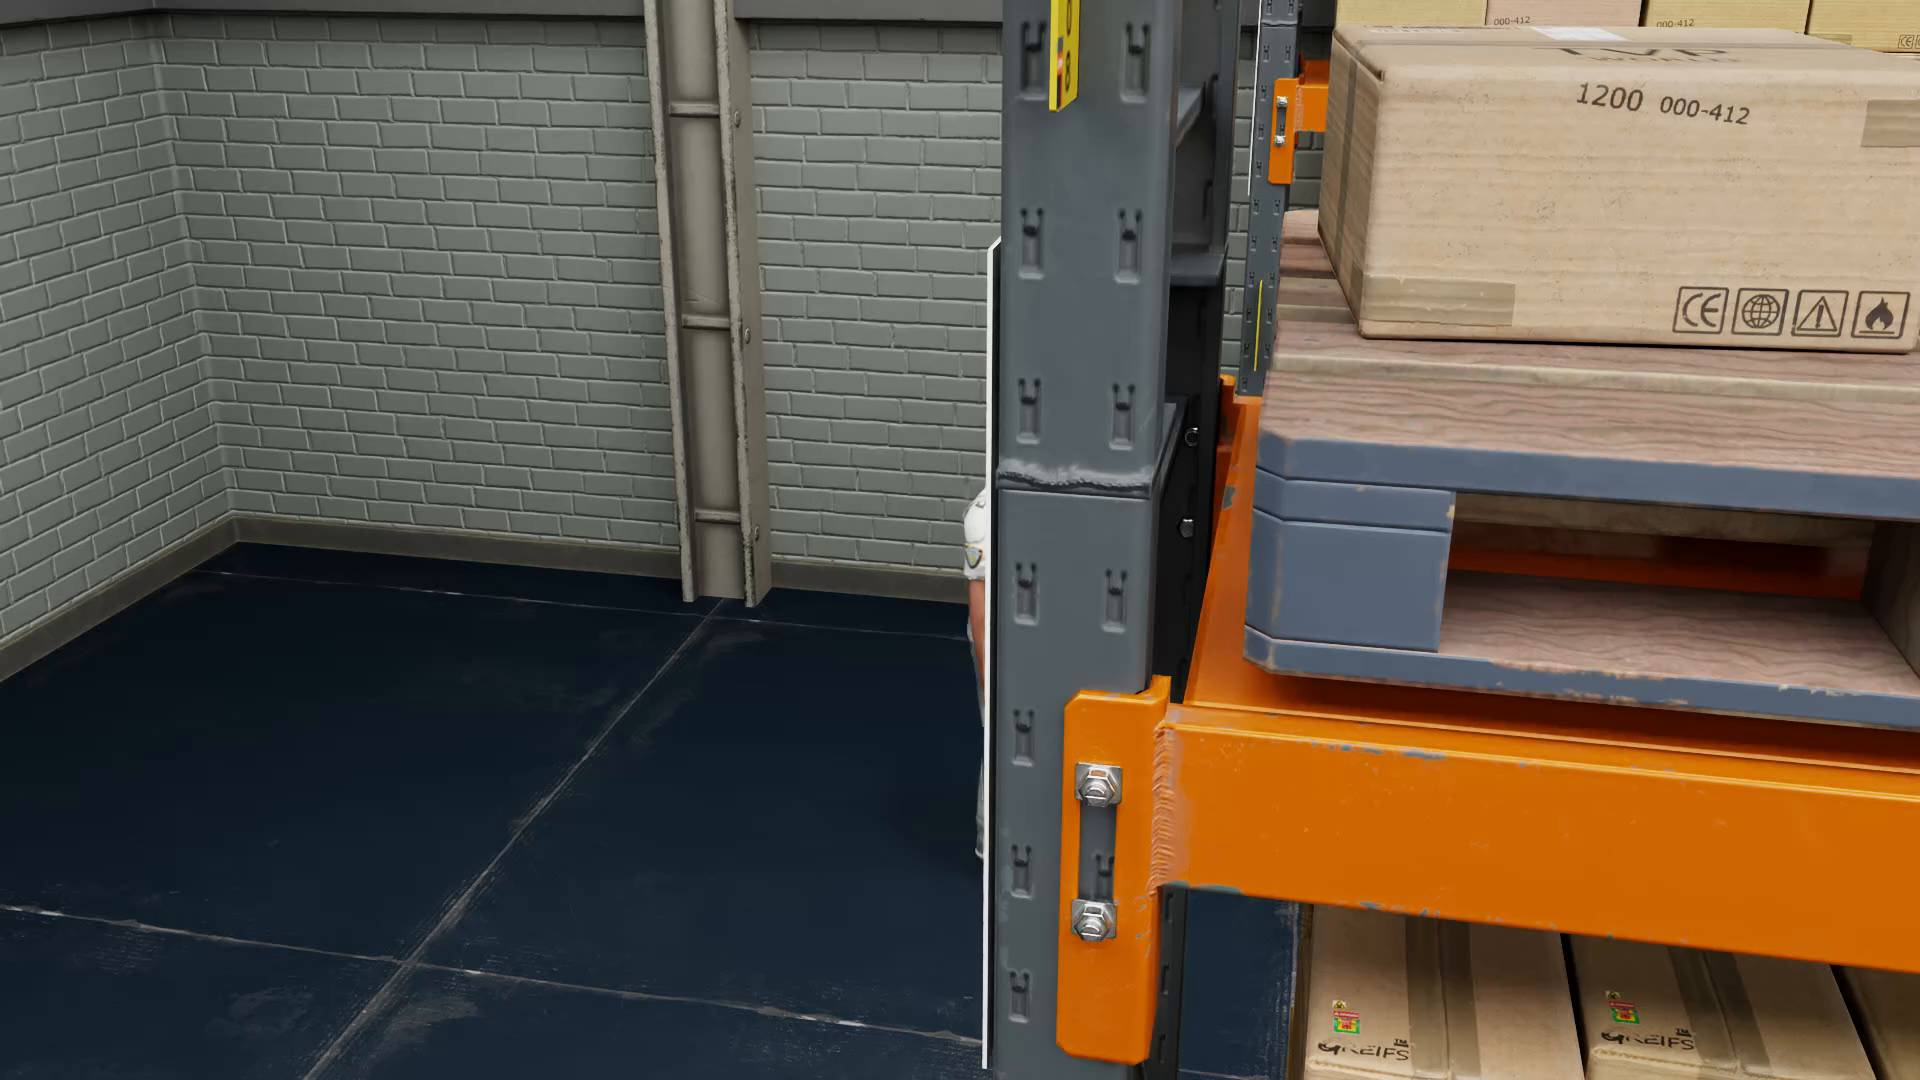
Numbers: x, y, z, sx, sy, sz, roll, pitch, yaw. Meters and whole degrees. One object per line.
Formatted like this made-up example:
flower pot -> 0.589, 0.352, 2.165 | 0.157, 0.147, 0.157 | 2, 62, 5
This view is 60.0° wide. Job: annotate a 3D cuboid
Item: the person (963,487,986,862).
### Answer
person -> 0.268, 0.381, 6.117 | 0.530, 1.773, 0.423 | -19, 29, -40
